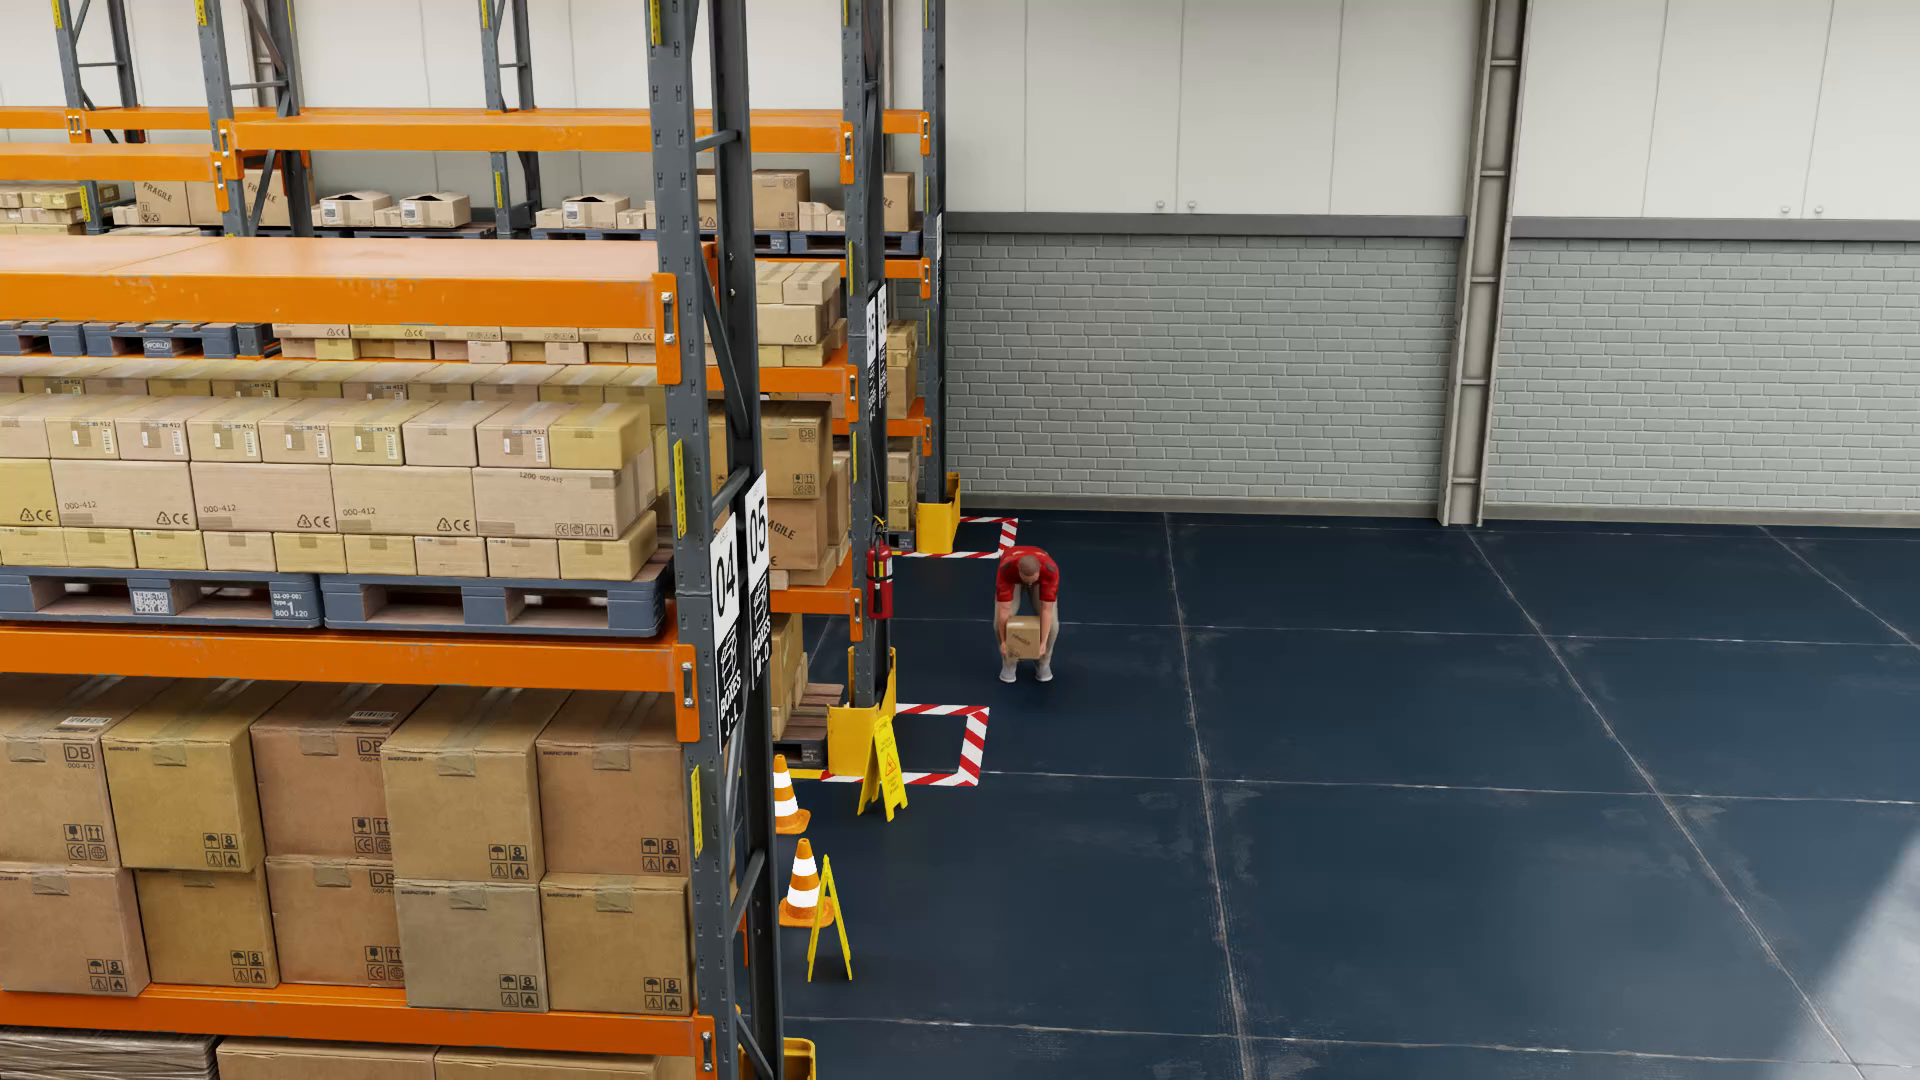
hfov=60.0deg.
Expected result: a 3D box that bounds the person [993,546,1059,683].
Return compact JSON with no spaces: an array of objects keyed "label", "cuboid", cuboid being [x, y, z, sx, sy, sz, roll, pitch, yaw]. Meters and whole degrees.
[{"label":"person","cuboid":[0.507,0.562,12.730,0.508,1.165,0.931,0,17,2]}]
